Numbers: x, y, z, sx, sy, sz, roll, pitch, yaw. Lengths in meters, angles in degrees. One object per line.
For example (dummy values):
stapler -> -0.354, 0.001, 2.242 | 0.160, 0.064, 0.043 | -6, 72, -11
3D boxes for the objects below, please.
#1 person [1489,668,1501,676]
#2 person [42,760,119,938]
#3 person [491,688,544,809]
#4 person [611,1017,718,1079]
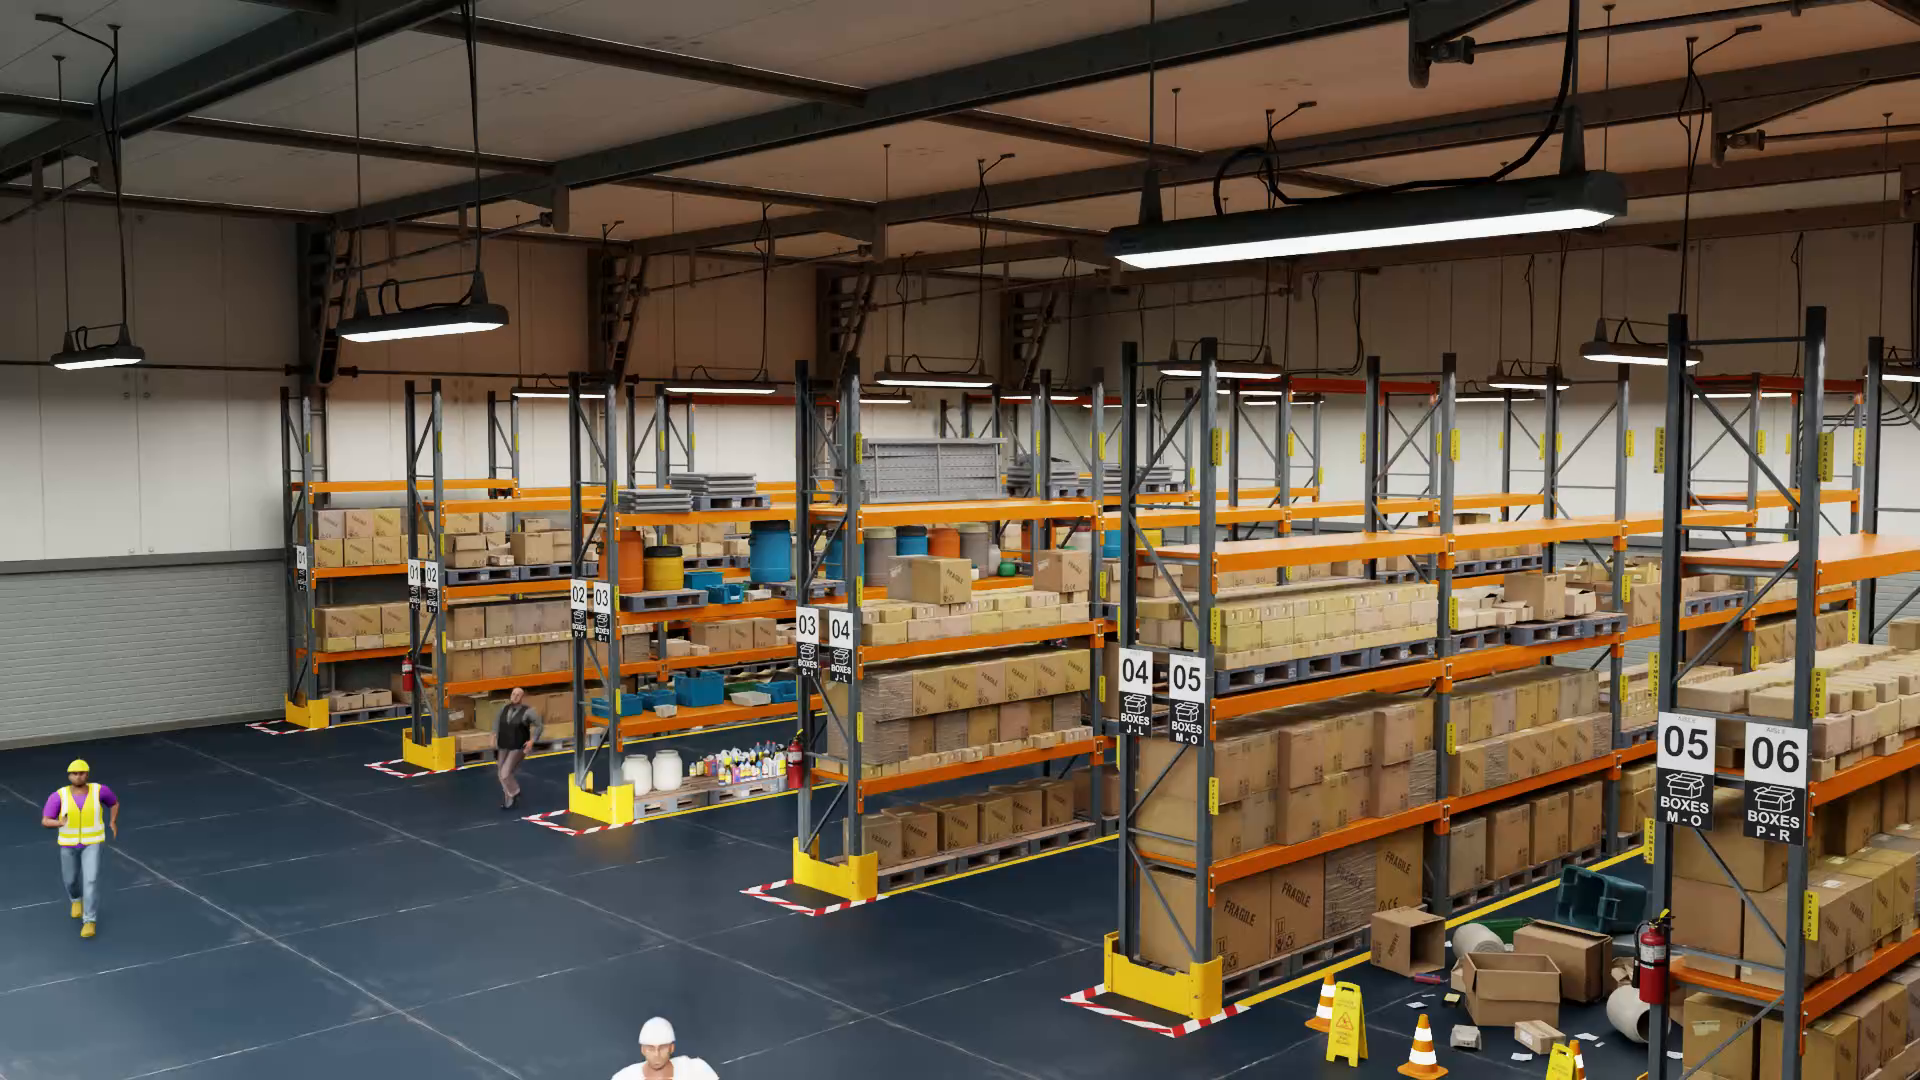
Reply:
person -> 8.227, 2.754, 25.671 | 0.539, 1.565, 0.498 | 3, 5, 40
person -> -9.123, 3.151, 17.262 | 0.700, 1.753, 0.985 | -2, 4, -23
person -> -6.120, 2.864, 22.778 | 0.715, 1.676, 0.574 | 1, 4, 20
person -> -1.741, 3.660, 9.646 | 0.682, 1.822, 0.844 | 0, 4, -4
